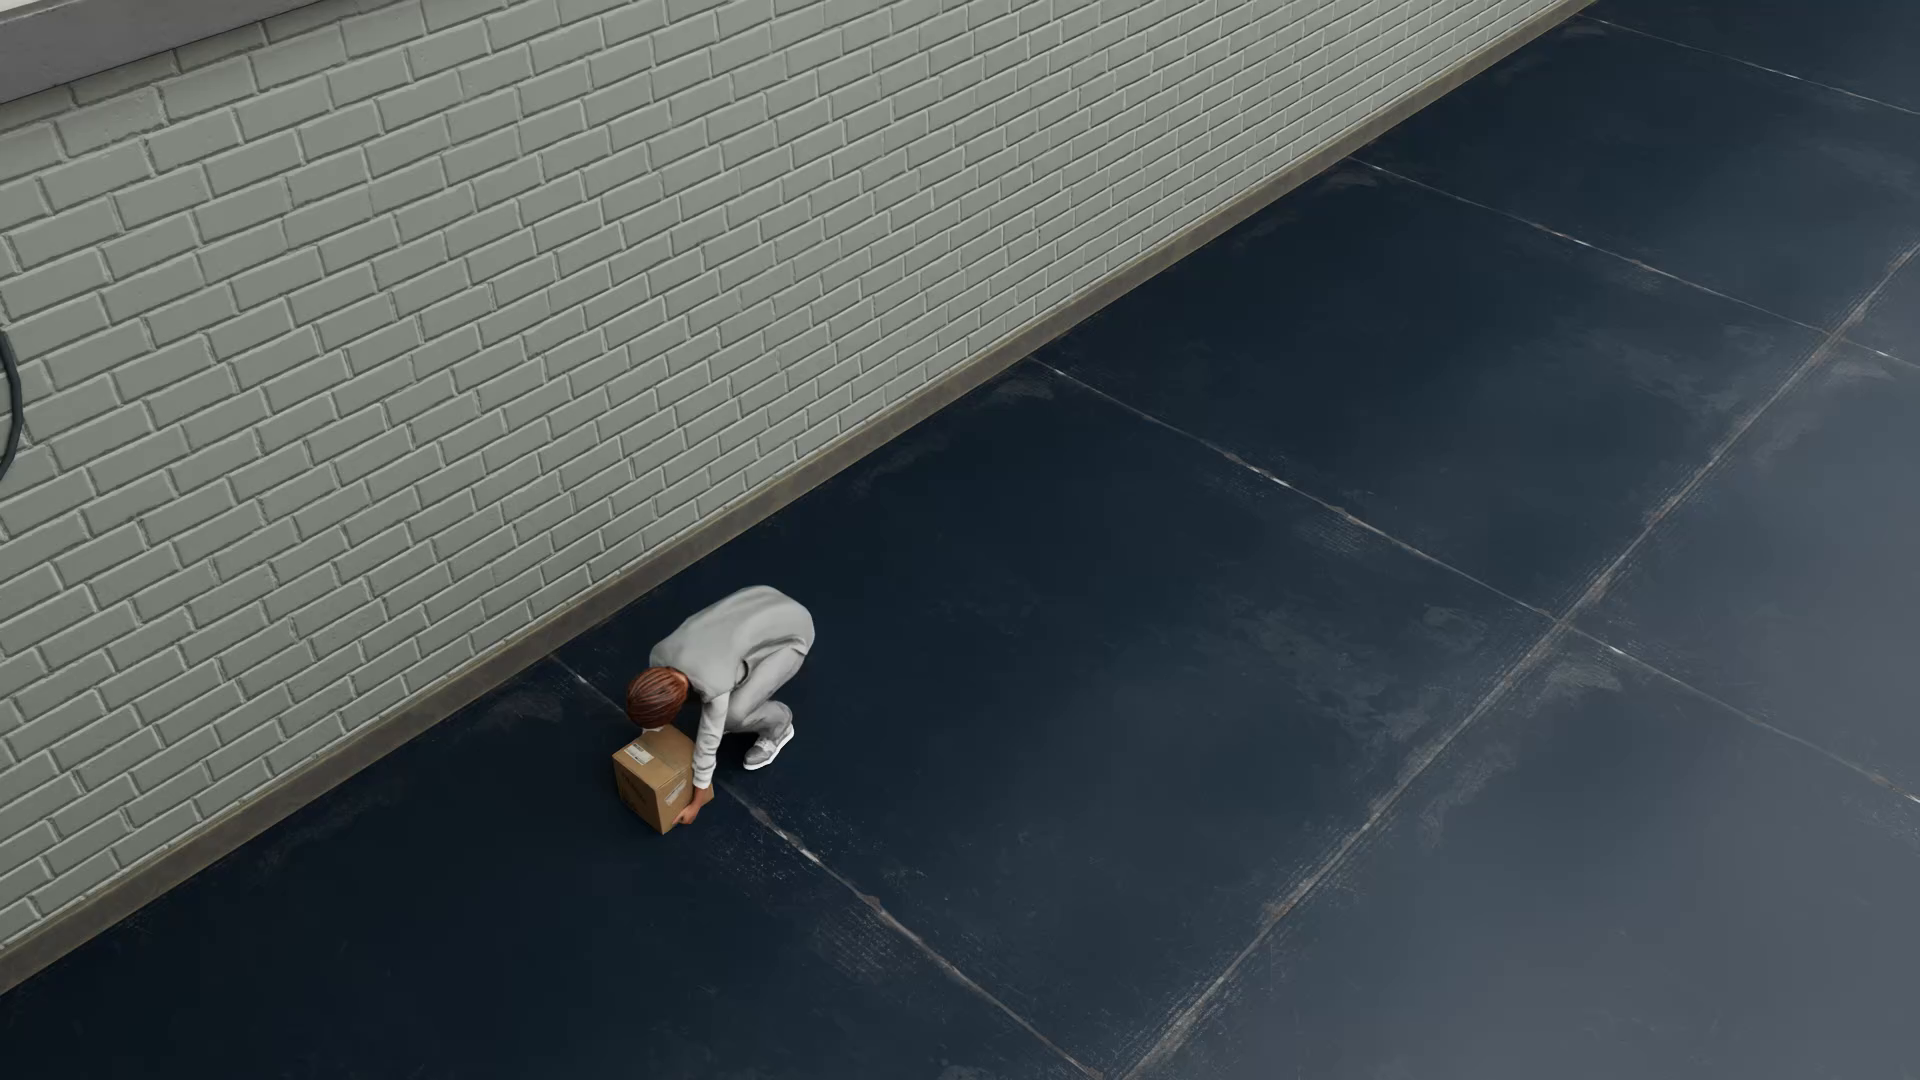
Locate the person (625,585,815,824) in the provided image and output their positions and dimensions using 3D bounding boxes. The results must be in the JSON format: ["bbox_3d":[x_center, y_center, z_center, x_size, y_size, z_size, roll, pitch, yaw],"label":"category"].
[{"bbox_3d":[-0.891,0.569,6.206,0.419,0.702,0.862,29,48,30],"label":"person"}]
